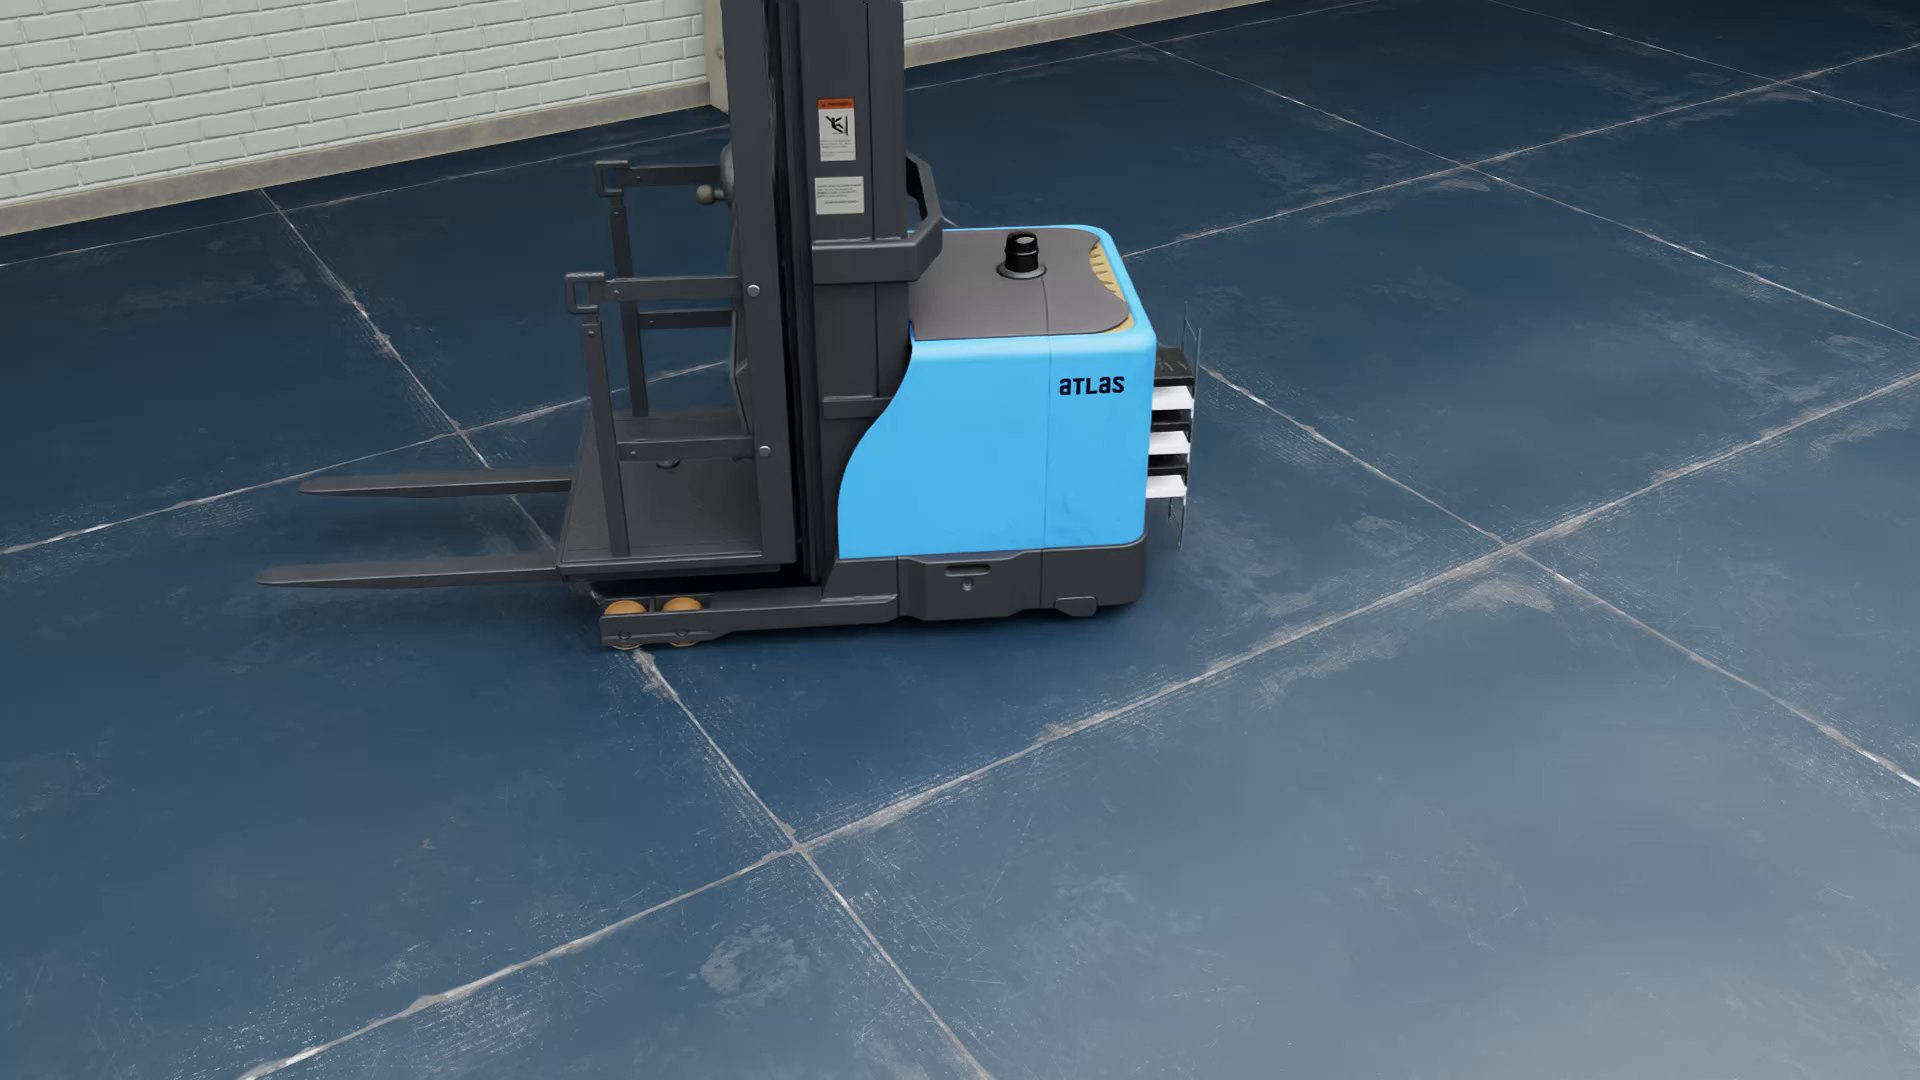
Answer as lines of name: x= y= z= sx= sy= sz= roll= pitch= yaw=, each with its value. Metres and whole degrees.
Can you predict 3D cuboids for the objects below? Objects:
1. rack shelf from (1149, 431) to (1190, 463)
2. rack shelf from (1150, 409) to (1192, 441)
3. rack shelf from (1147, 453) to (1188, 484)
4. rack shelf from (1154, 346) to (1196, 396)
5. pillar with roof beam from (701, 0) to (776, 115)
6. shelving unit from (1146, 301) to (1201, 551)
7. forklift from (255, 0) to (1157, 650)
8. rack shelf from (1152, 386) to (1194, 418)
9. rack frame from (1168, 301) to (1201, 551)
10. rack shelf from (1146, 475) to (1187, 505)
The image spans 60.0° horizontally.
rack shelf: x=0.712 y=-0.372 z=6.058 sx=0.200 sy=0.077 sz=0.258 roll=-3 pitch=32 yaw=-5
rack shelf: x=0.712 y=-0.448 z=6.010 sx=0.200 sy=0.077 sz=0.258 roll=-3 pitch=32 yaw=-5
rack shelf: x=0.712 y=-0.296 z=6.106 sx=0.200 sy=0.077 sz=0.258 roll=-3 pitch=32 yaw=-5
rack shelf: x=0.712 y=-0.600 z=5.914 sx=0.200 sy=0.077 sz=0.258 roll=-3 pitch=32 yaw=-5
pillar with roof beam: x=0.963 y=-4.681 z=5.236 sx=0.400 sy=9.000 sz=9.100 roll=-19 pitch=37 yaw=-27
shelving unit: x=0.712 y=-0.400 z=6.041 sx=0.210 sy=0.900 sz=0.258 roll=-3 pitch=32 yaw=-5
forklift: x=-0.904 y=-1.162 z=5.346 sx=3.031 sy=2.935 sz=1.130 roll=-3 pitch=32 yaw=-5
rack shelf: x=0.712 y=-0.524 z=5.962 sx=0.200 sy=0.077 sz=0.258 roll=-3 pitch=32 yaw=-5
rack frame: x=0.813 y=-0.405 z=6.049 sx=0.006 sy=0.900 sz=0.240 roll=-3 pitch=32 yaw=-5
rack shelf: x=0.712 y=-0.220 z=6.154 sx=0.200 sy=0.077 sz=0.258 roll=-3 pitch=32 yaw=-5
